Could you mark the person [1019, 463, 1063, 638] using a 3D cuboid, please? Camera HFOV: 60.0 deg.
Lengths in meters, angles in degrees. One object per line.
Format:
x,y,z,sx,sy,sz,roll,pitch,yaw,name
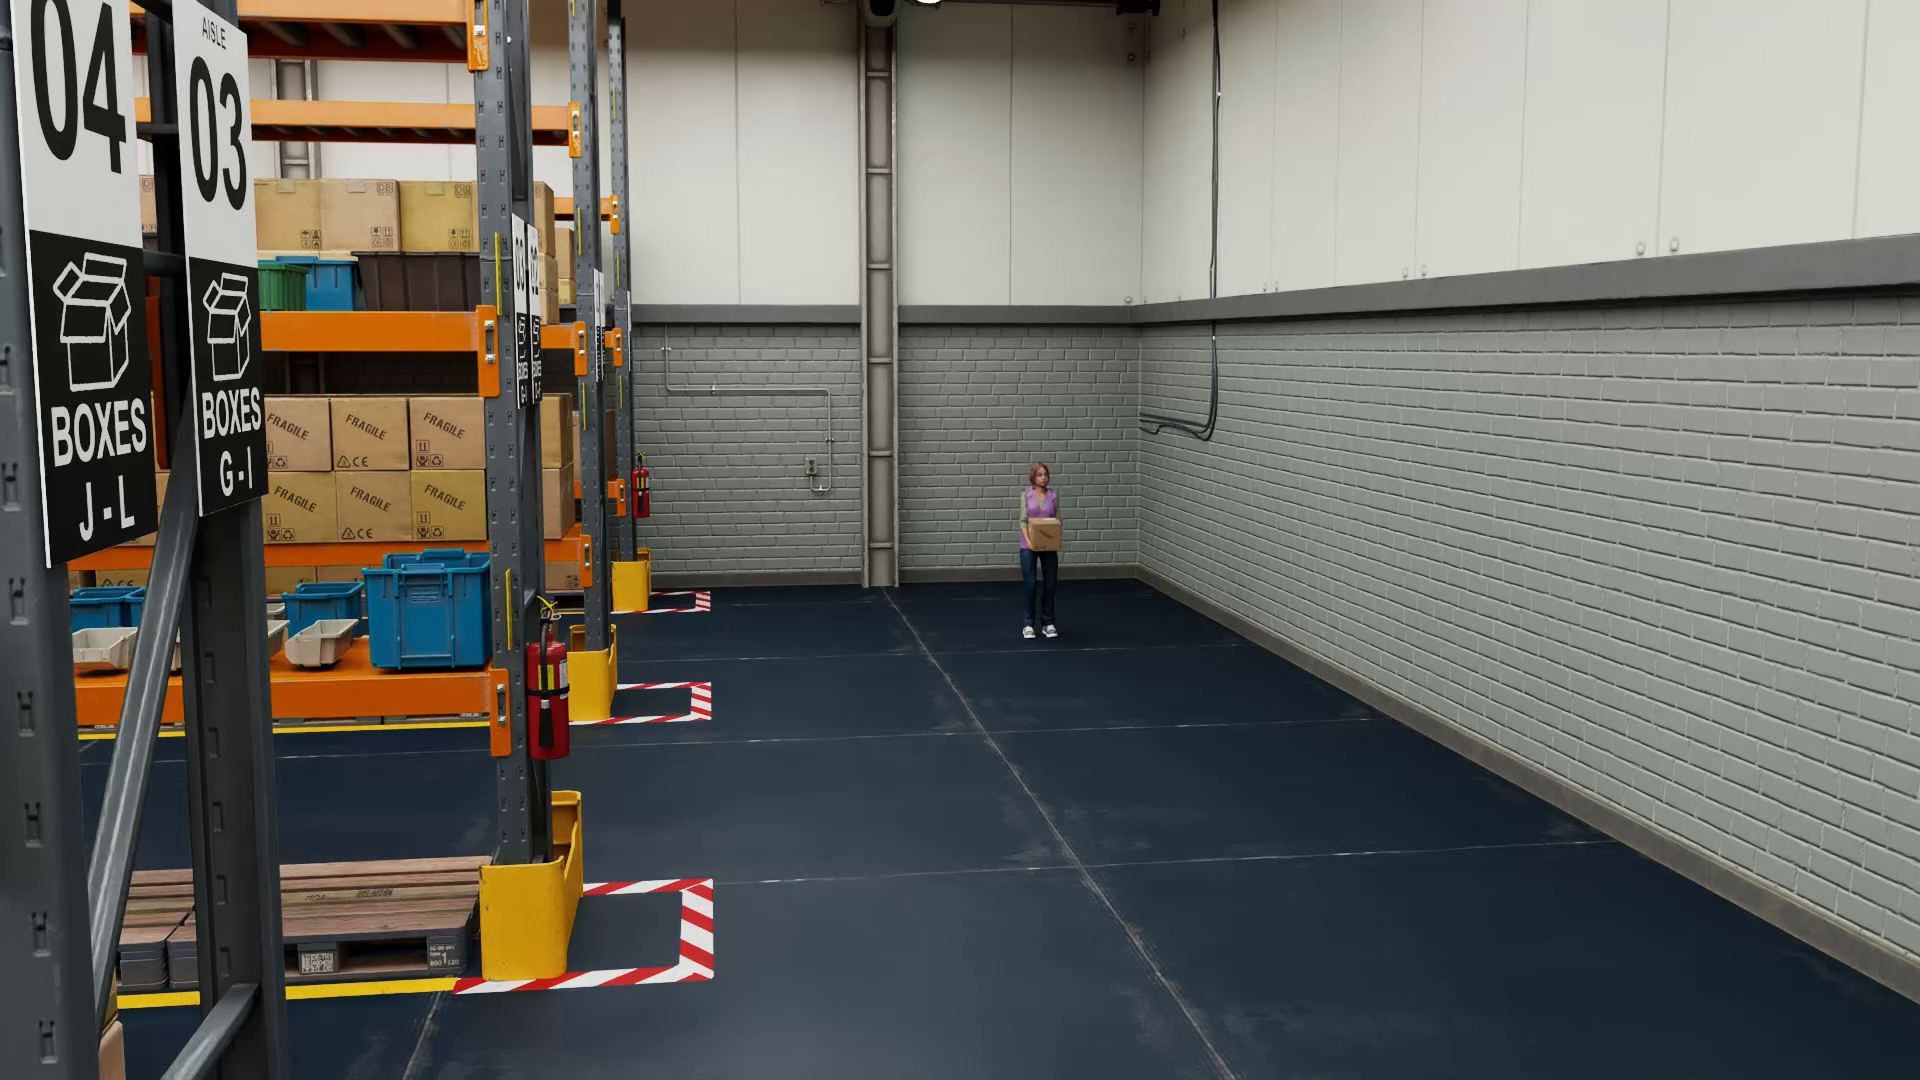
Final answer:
0.740,0.102,15.184,0.406,1.588,0.492,-1,7,-8,person
